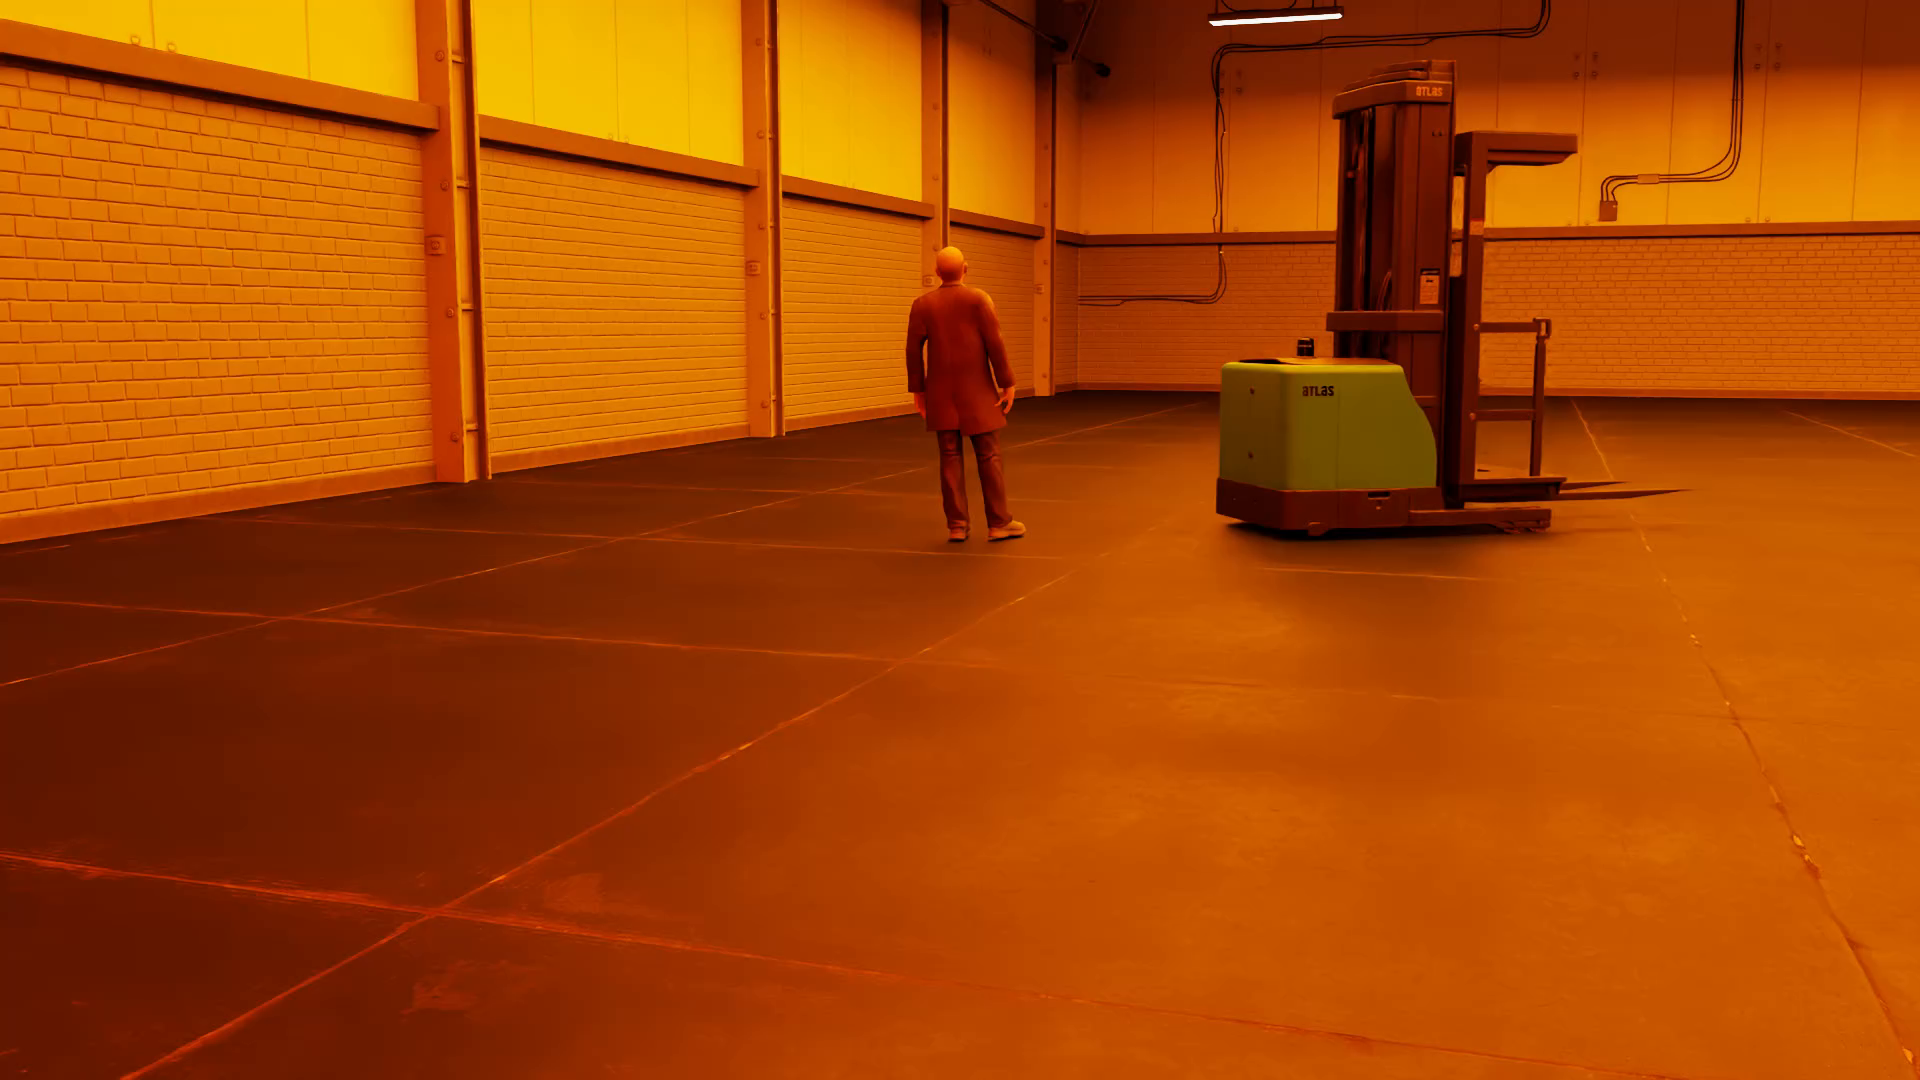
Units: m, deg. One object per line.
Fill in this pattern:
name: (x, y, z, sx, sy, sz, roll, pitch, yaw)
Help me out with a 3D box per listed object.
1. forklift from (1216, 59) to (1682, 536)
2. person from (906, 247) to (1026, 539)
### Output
forklift: (3.282, -1.556, 10.873, 3.031, 2.935, 1.130, -2, 8, -15)
person: (0.033, -0.899, 10.244, 0.696, 1.777, 0.579, 3, 8, 19)
